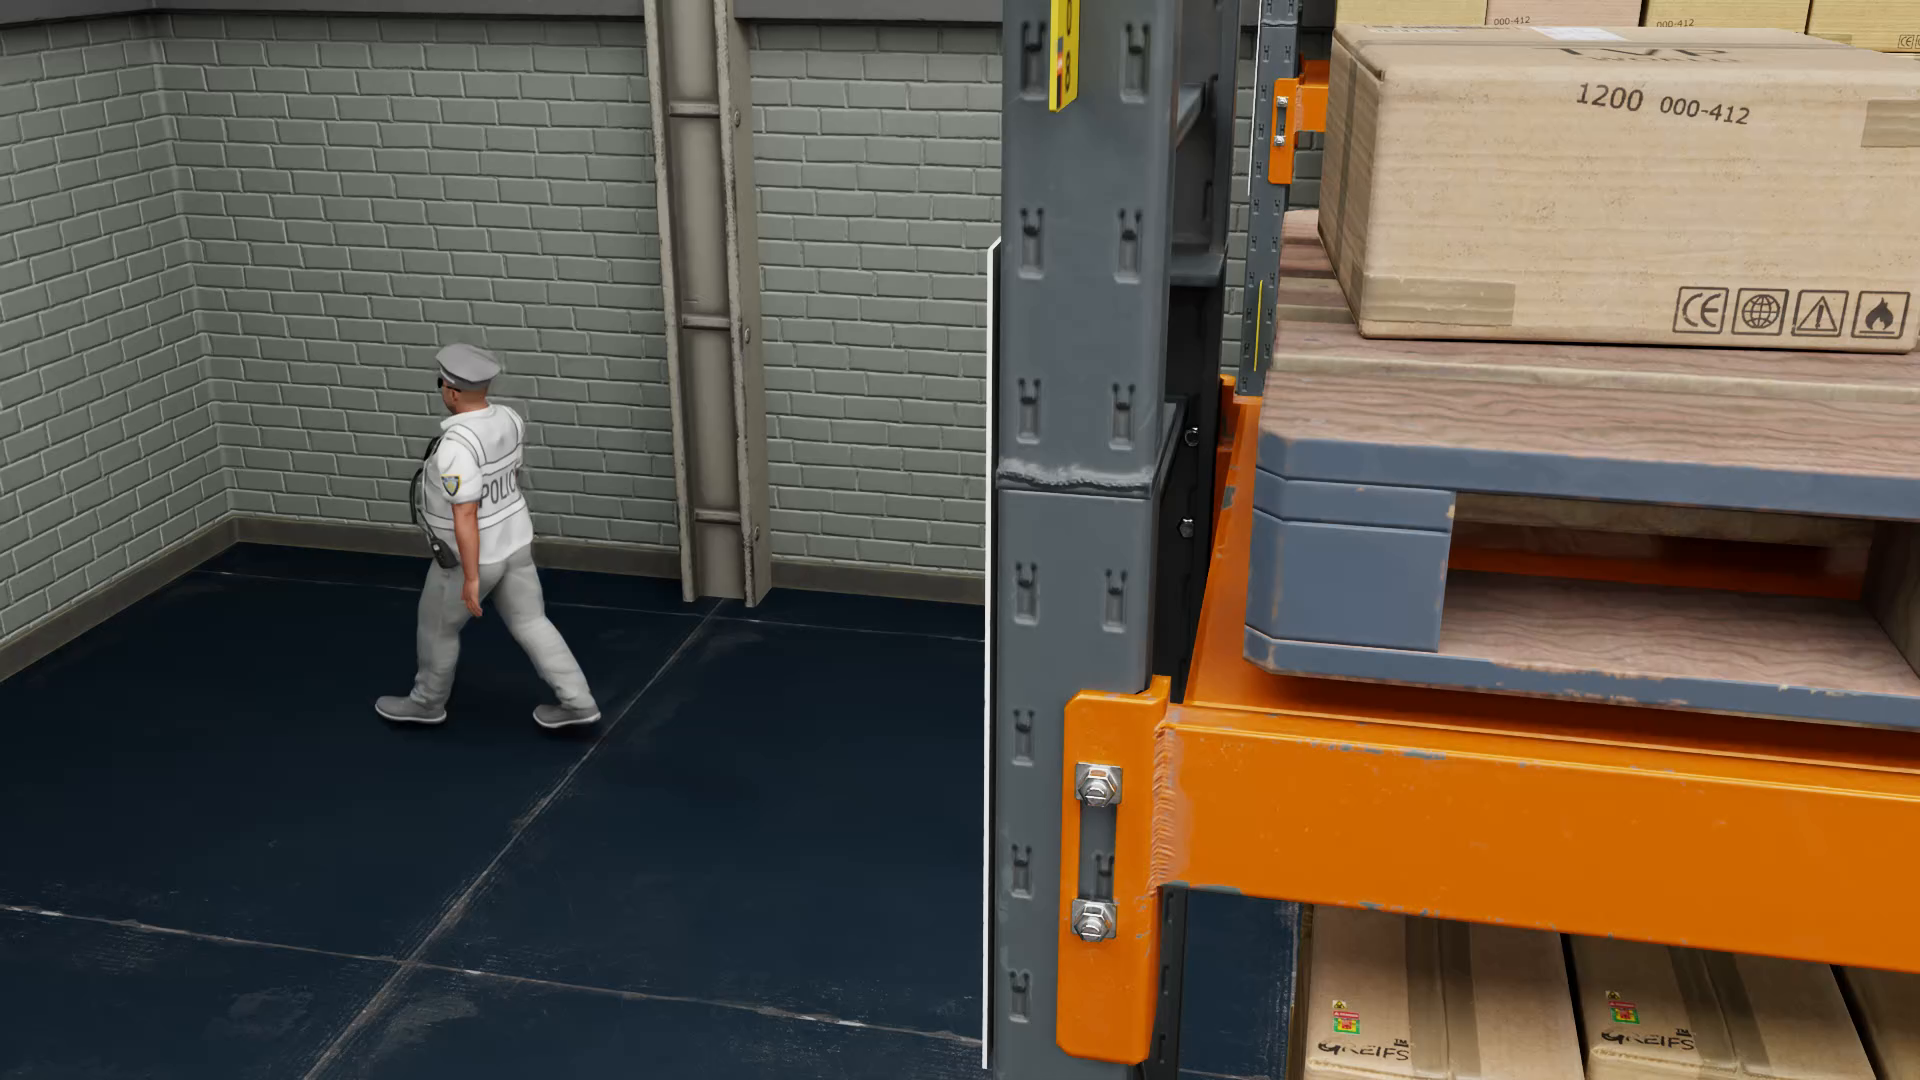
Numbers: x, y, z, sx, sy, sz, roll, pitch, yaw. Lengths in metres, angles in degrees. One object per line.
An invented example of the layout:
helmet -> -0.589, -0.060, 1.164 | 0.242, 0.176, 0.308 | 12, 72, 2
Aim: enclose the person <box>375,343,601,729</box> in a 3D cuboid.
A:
person -> -2.062, -0.001, 7.039 | 1.040, 1.722, 0.564 | 9, 23, 21
